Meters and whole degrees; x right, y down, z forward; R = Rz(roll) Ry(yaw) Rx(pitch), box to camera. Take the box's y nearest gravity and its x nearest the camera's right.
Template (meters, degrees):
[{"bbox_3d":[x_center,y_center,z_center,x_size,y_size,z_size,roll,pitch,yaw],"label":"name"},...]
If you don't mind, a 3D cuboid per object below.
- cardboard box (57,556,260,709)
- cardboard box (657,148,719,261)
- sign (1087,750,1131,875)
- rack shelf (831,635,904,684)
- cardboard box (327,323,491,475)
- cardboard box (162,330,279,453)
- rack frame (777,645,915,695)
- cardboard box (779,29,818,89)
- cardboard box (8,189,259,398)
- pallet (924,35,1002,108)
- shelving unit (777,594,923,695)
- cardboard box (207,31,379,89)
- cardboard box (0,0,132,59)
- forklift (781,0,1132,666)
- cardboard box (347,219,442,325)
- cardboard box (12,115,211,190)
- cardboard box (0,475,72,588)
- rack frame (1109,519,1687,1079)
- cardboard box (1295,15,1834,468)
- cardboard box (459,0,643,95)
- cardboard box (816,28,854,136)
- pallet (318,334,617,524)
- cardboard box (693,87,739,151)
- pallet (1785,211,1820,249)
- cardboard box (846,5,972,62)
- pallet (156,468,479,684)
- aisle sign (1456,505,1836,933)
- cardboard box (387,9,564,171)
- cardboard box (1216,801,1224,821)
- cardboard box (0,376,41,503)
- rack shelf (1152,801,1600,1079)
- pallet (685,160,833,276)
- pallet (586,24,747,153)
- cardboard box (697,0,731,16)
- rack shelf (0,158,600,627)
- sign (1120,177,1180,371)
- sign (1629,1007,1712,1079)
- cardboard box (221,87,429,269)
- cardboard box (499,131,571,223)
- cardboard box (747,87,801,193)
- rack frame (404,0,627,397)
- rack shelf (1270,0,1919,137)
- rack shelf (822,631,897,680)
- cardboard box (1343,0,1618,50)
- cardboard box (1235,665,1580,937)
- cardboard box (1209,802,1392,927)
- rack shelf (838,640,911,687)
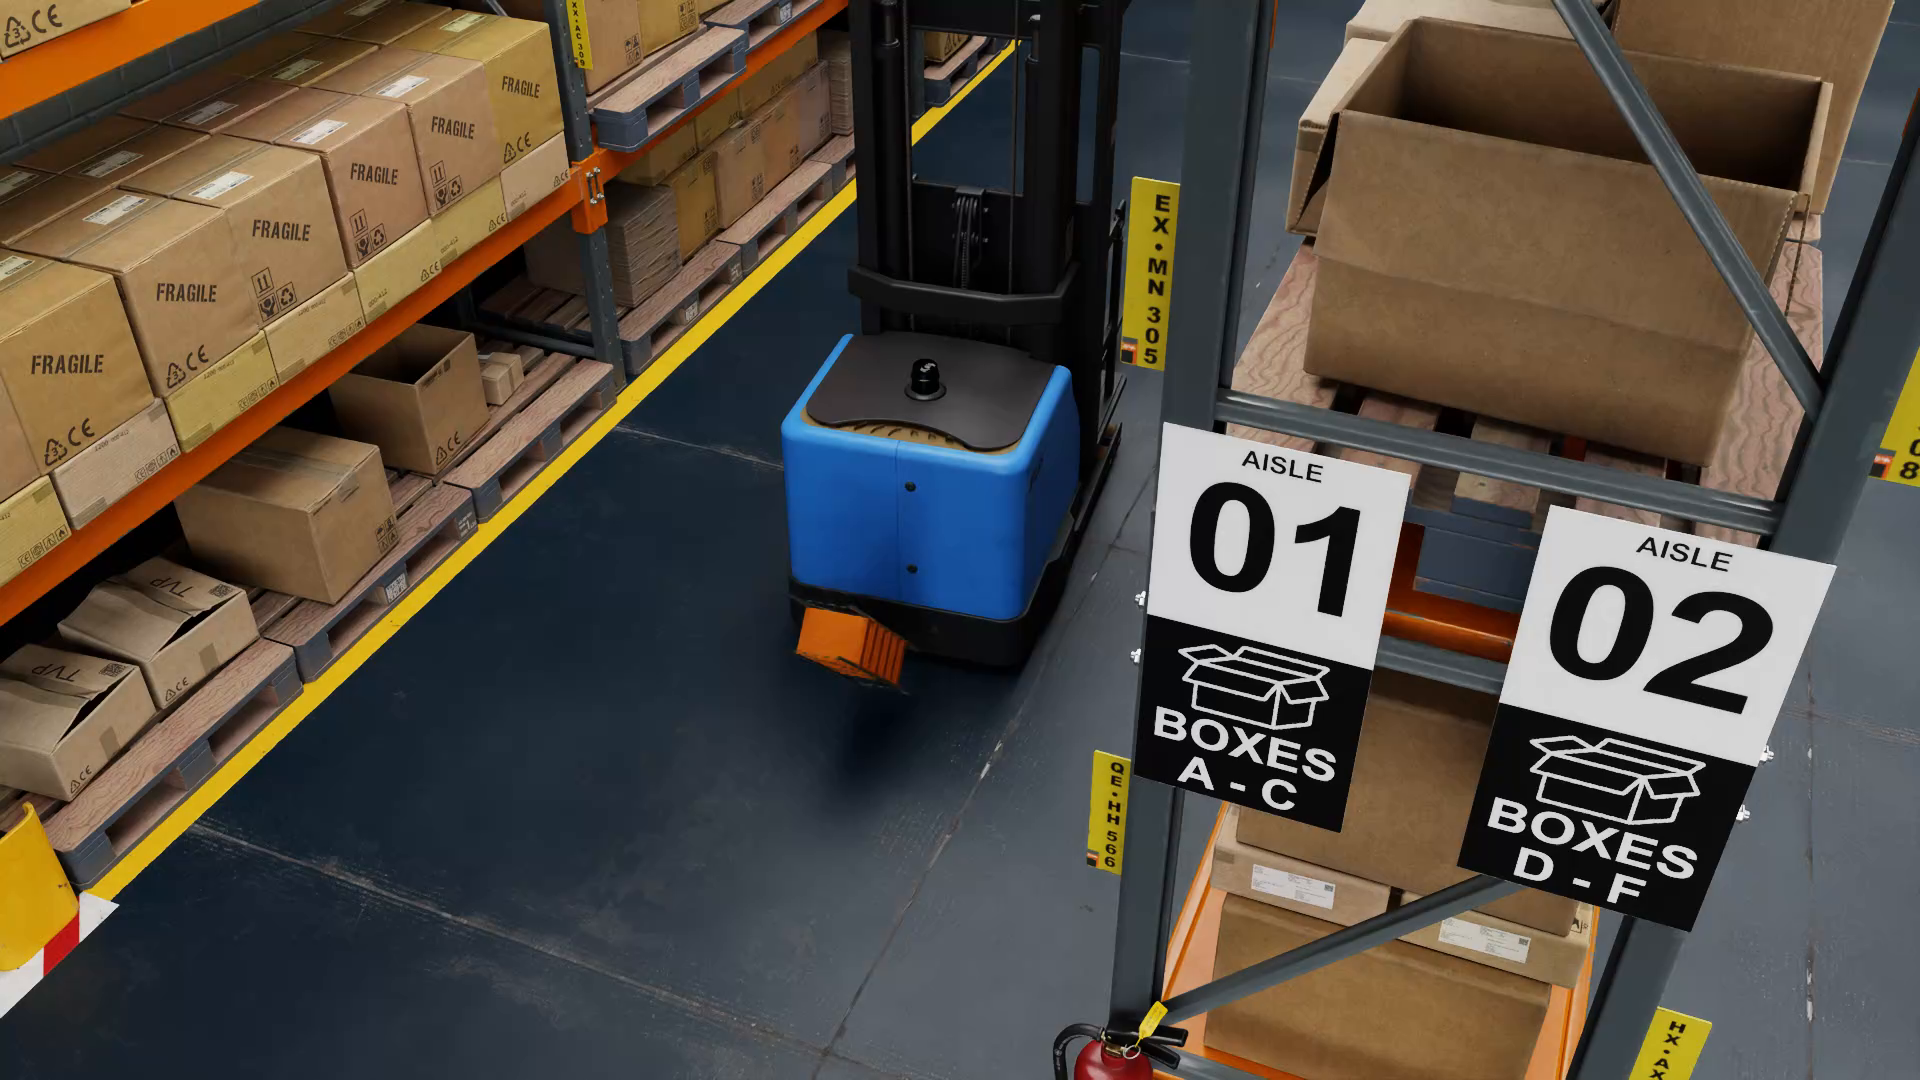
[{"bbox_3d":[-3.213,0.340,6.668,0.500,0.311,0.500,17,40,21],"label":"cardboard box"},{"bbox_3d":[-1.840,-1.981,9.616,0.700,0.500,0.500,13,39,17],"label":"cardboard box"},{"bbox_3d":[0.309,0.554,3.339,0.100,0.325,0.005,14,39,18],"label":"sign"},{"bbox_3d":[-0.365,0.447,6.508,0.258,0.103,0.180,9,81,12],"label":"rack shelf"},{"bbox_3d":[-2.612,-0.689,7.886,0.500,0.500,0.500,11,38,14],"label":"cardboard box"},{"bbox_3d":[-2.913,-0.600,6.156,0.500,0.250,0.500,13,39,17],"label":"cardboard box"},{"bbox_3d":[-0.413,0.503,6.335,0.240,1.200,0.006,9,81,12],"label":"rack frame"},{"bbox_3d":[-1.233,-3.076,10.453,0.500,0.250,0.500,15,39,19],"label":"cardboard box"},{"bbox_3d":[-2.917,-0.883,5.908,0.500,0.500,0.500,13,39,16],"label":"cardboard box"},{"bbox_3d":[-0.363,-3.614,12.409,1.003,0.211,1.213,14,39,18],"label":"pallet"},{"bbox_3d":[-0.395,0.415,6.350,0.258,1.200,0.189,9,81,12],"label":"shelving unit"},{"bbox_3d":[-2.827,-1.847,7.198,0.500,0.500,0.500,14,39,17],"label":"cardboard box"},{"bbox_3d":[-2.987,-1.838,5.098,0.500,0.500,0.500,16,40,20],"label":"cardboard box"},{"bbox_3d":[0.177,-1.532,7.352,1.130,2.935,3.031,10,38,13],"label":"forklift"},{"bbox_3d":[-2.529,-1.158,6.902,0.500,0.250,0.500,14,39,17],"label":"cardboard box"},{"bbox_3d":[-3.209,-1.283,6.443,0.500,0.500,0.500,14,39,18],"label":"cardboard box"},{"bbox_3d":[-3.297,-0.029,5.391,0.500,0.250,0.500,13,39,16],"label":"cardboard box"},{"bbox_3d":[0.806,1.244,3.581,1.000,3.000,0.127,14,39,18],"label":"rack frame"},{"bbox_3d":[1.029,-0.541,2.908,0.797,0.503,0.637,17,40,21],"label":"cardboard box"},{"bbox_3d":[-2.029,-2.588,8.256,0.700,0.500,0.500,14,39,18],"label":"cardboard box"},{"bbox_3d":[-0.958,-3.076,11.081,0.700,0.500,0.500,14,39,18],"label":"cardboard box"},{"bbox_3d":[-2.477,-0.601,8.377,1.003,0.211,1.213,14,39,18],"label":"pallet"},{"bbox_3d":[-1.631,-2.518,9.707,0.500,0.250,0.500,13,39,16],"label":"cardboard box"},{"bbox_3d":[1.562,-0.986,4.132,1.003,0.211,1.213,14,39,18],"label":"pallet"},{"bbox_3d":[-0.331,-3.996,12.036,0.750,0.750,0.750,13,39,17],"label":"cardboard box"},{"bbox_3d":[-2.940,0.077,7.470,1.003,0.211,1.213,14,39,18],"label":"pallet"},{"bbox_3d":[1.064,0.309,2.660,0.394,0.787,0.004,14,39,18],"label":"aisle sign"},{"bbox_3d":[-2.148,-2.013,7.421,0.500,0.500,0.500,14,39,18],"label":"cardboard box"},{"bbox_3d":[1.102,0.955,5.287,0.500,0.500,0.500,14,39,18],"label":"cardboard box"},{"bbox_3d":[-3.317,-0.327,5.164,0.500,0.500,0.500,14,39,18],"label":"cardboard box"},{"bbox_3d":[1.567,0.424,5.278,1.077,0.370,4.000,14,39,18],"label":"rack shelf"},{"bbox_3d":[-1.497,-2.090,10.369,1.003,0.211,1.213,14,39,18],"label":"pallet"},{"bbox_3d":[-1.829,-2.411,8.630,1.003,0.211,1.213,14,39,18],"label":"pallet"},{"bbox_3d":[-1.588,-3.267,9.165,0.700,0.500,0.500,19,41,24],"label":"cardboard box"},{"bbox_3d":[-3.016,-0.702,6.784,1.077,0.370,4.000,14,39,18],"label":"rack shelf"},{"bbox_3d":[0.309,-0.412,2.617,0.100,0.325,0.005,14,39,18],"label":"sign"},{"bbox_3d":[1.317,0.995,3.124,0.100,0.325,0.005,14,39,18],"label":"sign"},{"bbox_3d":[-2.535,-1.459,6.679,0.500,0.500,0.500,13,39,16],"label":"cardboard box"},{"bbox_3d":[-2.154,-1.714,7.646,0.500,0.250,0.500,14,39,18],"label":"cardboard box"},{"bbox_3d":[-1.425,-2.536,10.358,0.700,0.500,0.500,14,39,18],"label":"cardboard box"},{"bbox_3d":[-2.255,-2.097,8.051,1.000,3.000,0.127,14,39,18],"label":"rack frame"},{"bbox_3d":[1.567,-1.818,3.601,1.077,0.370,4.000,14,39,18],"label":"rack shelf"},{"bbox_3d":[-0.387,0.424,6.392,0.258,0.103,0.180,9,81,12],"label":"rack shelf"},{"bbox_3d":[1.212,-1.152,3.887,0.500,0.311,0.500,19,41,23],"label":"cardboard box"},{"bbox_3d":[1.016,0.399,3.543,0.700,0.500,0.500,14,39,18],"label":"cardboard box"},{"bbox_3d":[0.775,0.689,3.698,0.380,0.149,0.250,13,39,17],"label":"cardboard box"},{"bbox_3d":[-0.343,0.470,6.624,0.258,0.103,0.180,9,81,12],"label":"rack shelf"}]
